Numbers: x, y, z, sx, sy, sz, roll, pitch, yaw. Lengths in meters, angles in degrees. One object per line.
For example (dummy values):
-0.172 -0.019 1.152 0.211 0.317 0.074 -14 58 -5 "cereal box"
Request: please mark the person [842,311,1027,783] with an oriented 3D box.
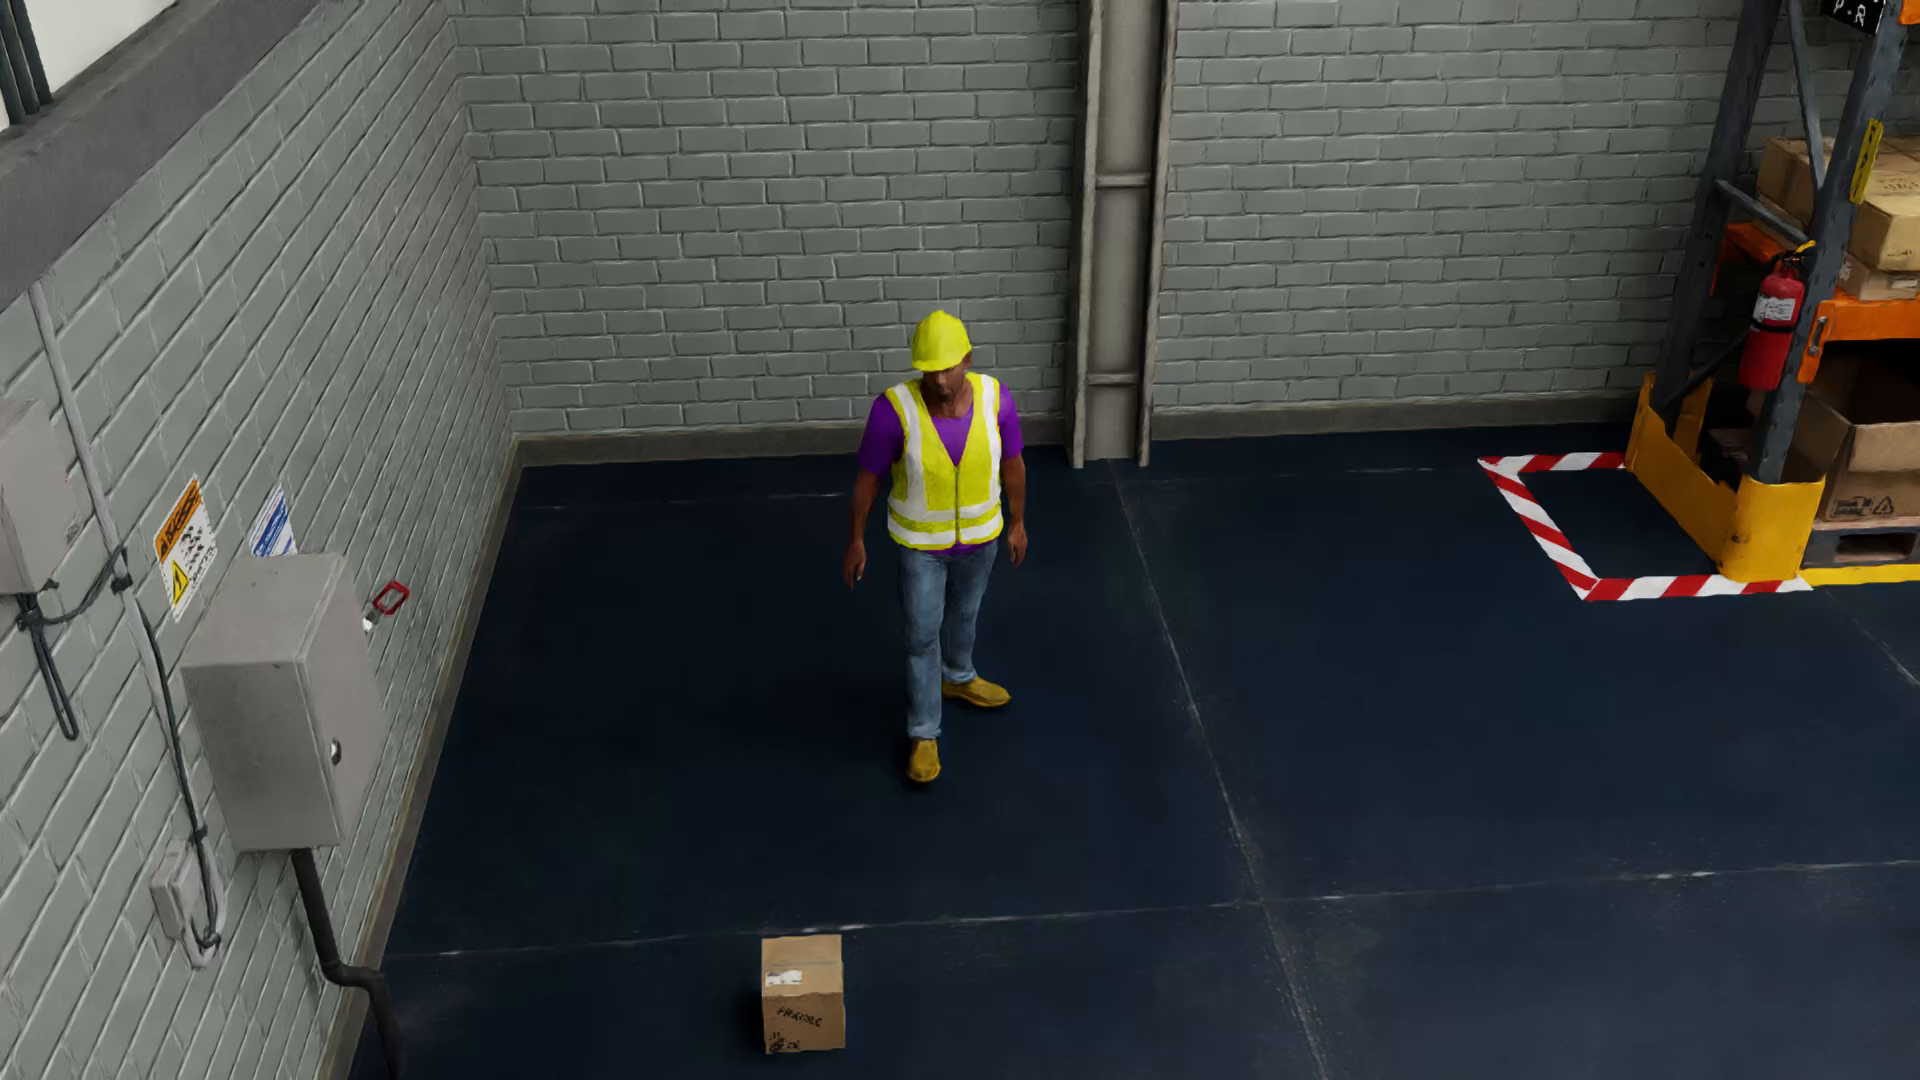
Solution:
-0.072 0.012 6.072 0.708 1.766 0.628 -10 32 -17 "person"
